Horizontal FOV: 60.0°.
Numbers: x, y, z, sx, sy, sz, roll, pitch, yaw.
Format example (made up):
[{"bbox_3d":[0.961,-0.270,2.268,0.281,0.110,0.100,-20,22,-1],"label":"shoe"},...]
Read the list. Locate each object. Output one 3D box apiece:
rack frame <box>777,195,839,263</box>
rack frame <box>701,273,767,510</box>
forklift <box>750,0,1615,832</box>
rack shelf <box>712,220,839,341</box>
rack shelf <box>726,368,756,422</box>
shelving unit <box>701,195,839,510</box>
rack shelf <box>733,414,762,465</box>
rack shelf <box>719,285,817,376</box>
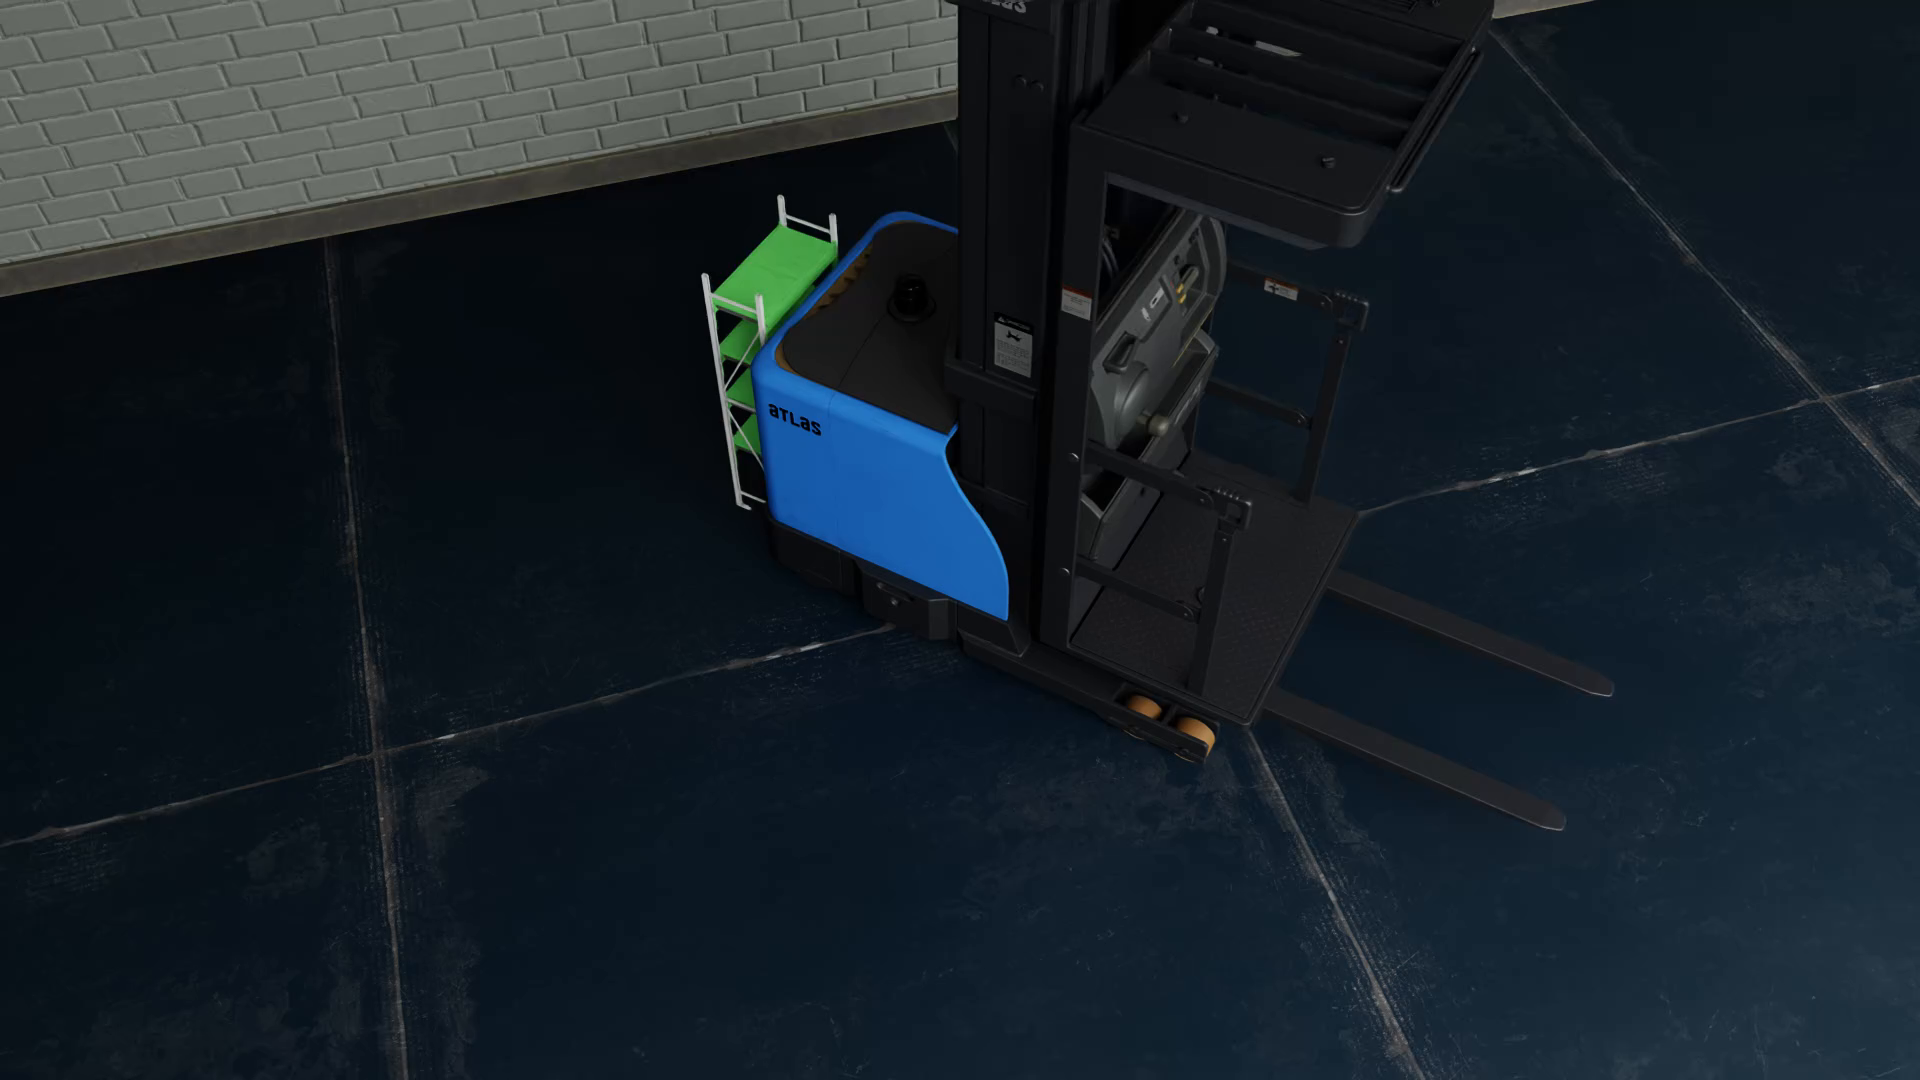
[{"bbox_3d":[-0.553,-0.816,6.443,0.240,1.200,0.015,22,53,18],"label":"rack frame"},{"bbox_3d":[-0.785,-0.488,6.167,0.240,1.200,0.015,22,53,18],"label":"rack frame"},{"bbox_3d":[0.807,-0.631,5.154,3.031,2.935,1.130,23,54,18],"label":"forklift"},{"bbox_3d":[-0.669,-0.921,5.987,0.258,0.148,0.480,22,53,18],"label":"rack shelf"},{"bbox_3d":[-0.669,-0.611,6.354,0.258,0.148,0.480,22,53,18],"label":"rack shelf"},{"bbox_3d":[-0.669,-0.652,6.305,0.258,1.200,0.503,22,53,18],"label":"shelving unit"},{"bbox_3d":[-0.669,-0.457,6.537,0.258,0.148,0.480,22,53,18],"label":"rack shelf"},{"bbox_3d":[-0.669,-0.766,6.170,0.258,0.148,0.480,22,53,18],"label":"rack shelf"}]
